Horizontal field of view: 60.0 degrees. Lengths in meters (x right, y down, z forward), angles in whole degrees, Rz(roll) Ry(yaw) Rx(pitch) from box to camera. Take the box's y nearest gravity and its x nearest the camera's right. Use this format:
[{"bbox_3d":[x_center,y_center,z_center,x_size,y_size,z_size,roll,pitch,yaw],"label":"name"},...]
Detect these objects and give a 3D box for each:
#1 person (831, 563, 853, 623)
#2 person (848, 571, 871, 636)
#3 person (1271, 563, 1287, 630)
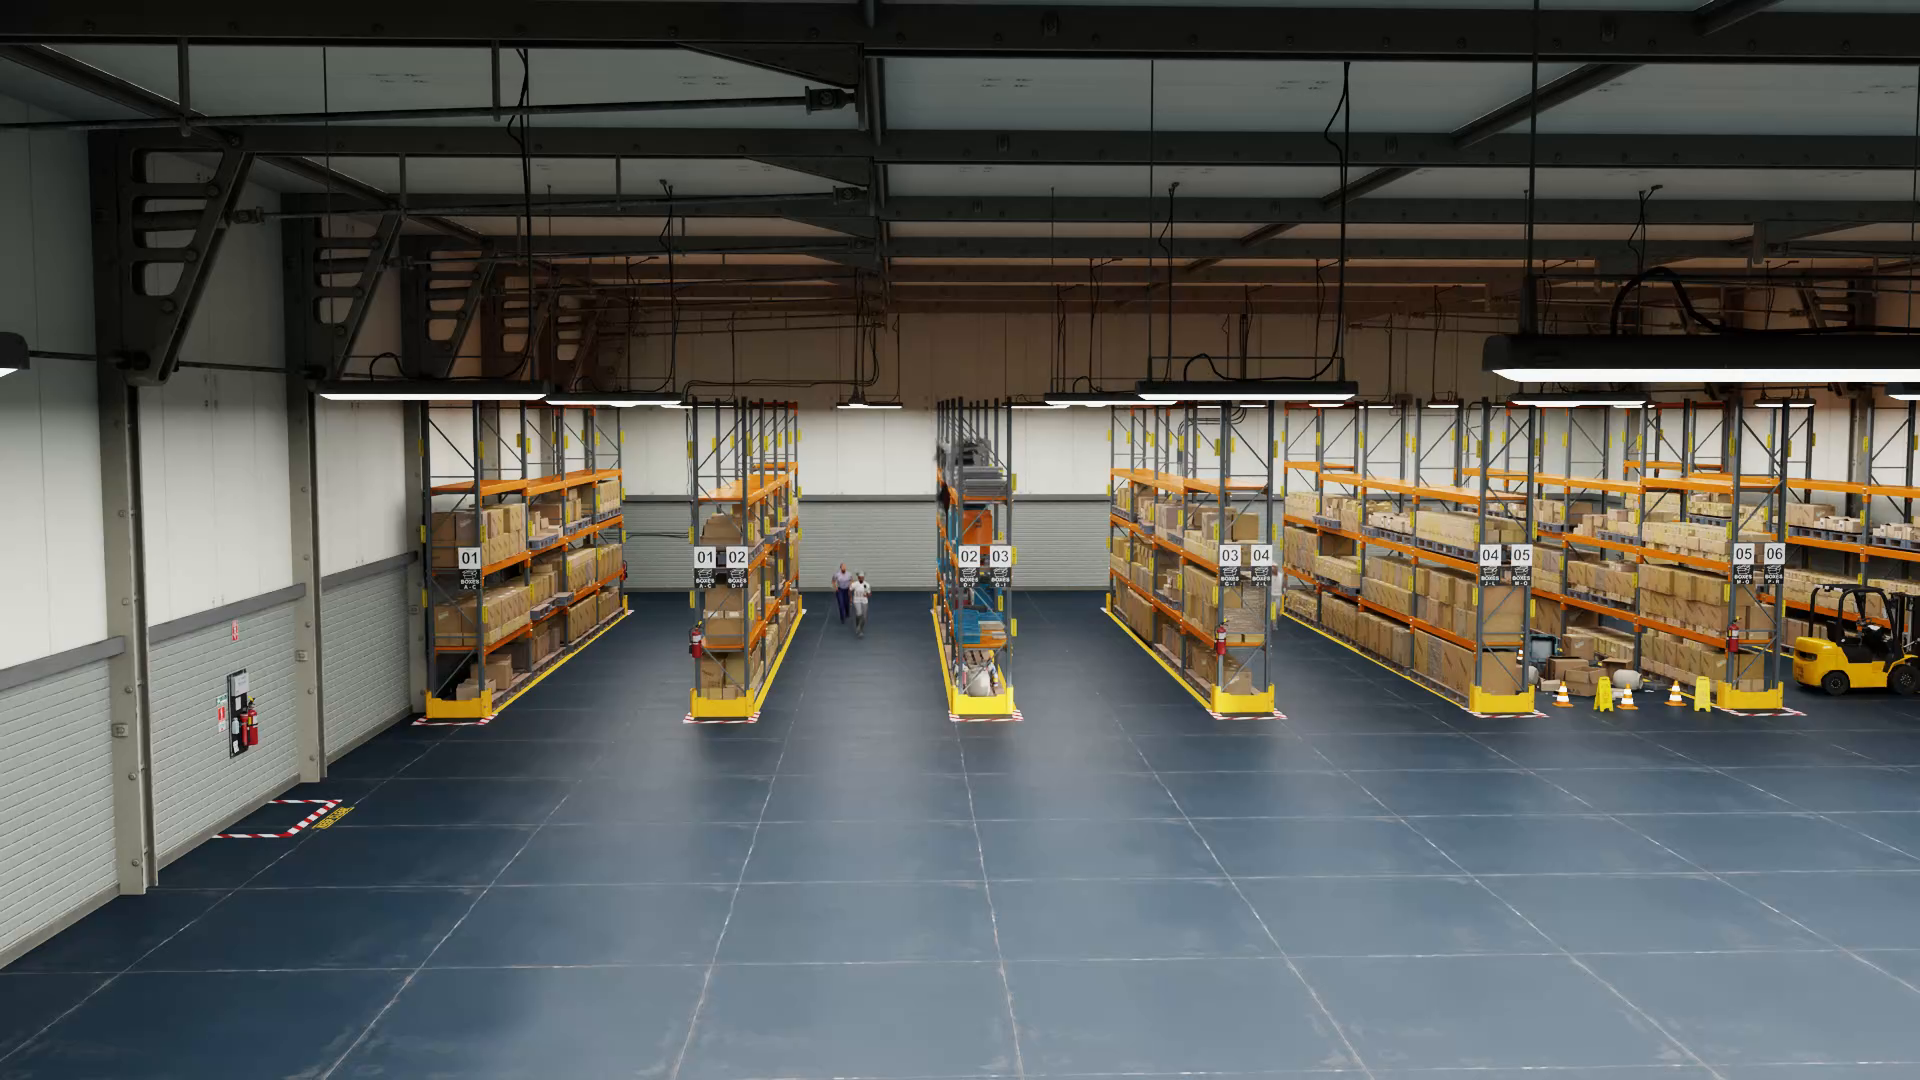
[{"bbox_3d":[-3.196,1.446,45.245,0.608,1.611,0.621,-1,5,-11],"label":"person"},{"bbox_3d":[-2.512,1.612,41.971,0.542,1.665,0.720,-1,5,-15],"label":"person"},{"bbox_3d":[8.282,1.473,43.842,0.683,1.764,0.742,0,4,-2],"label":"person"}]
